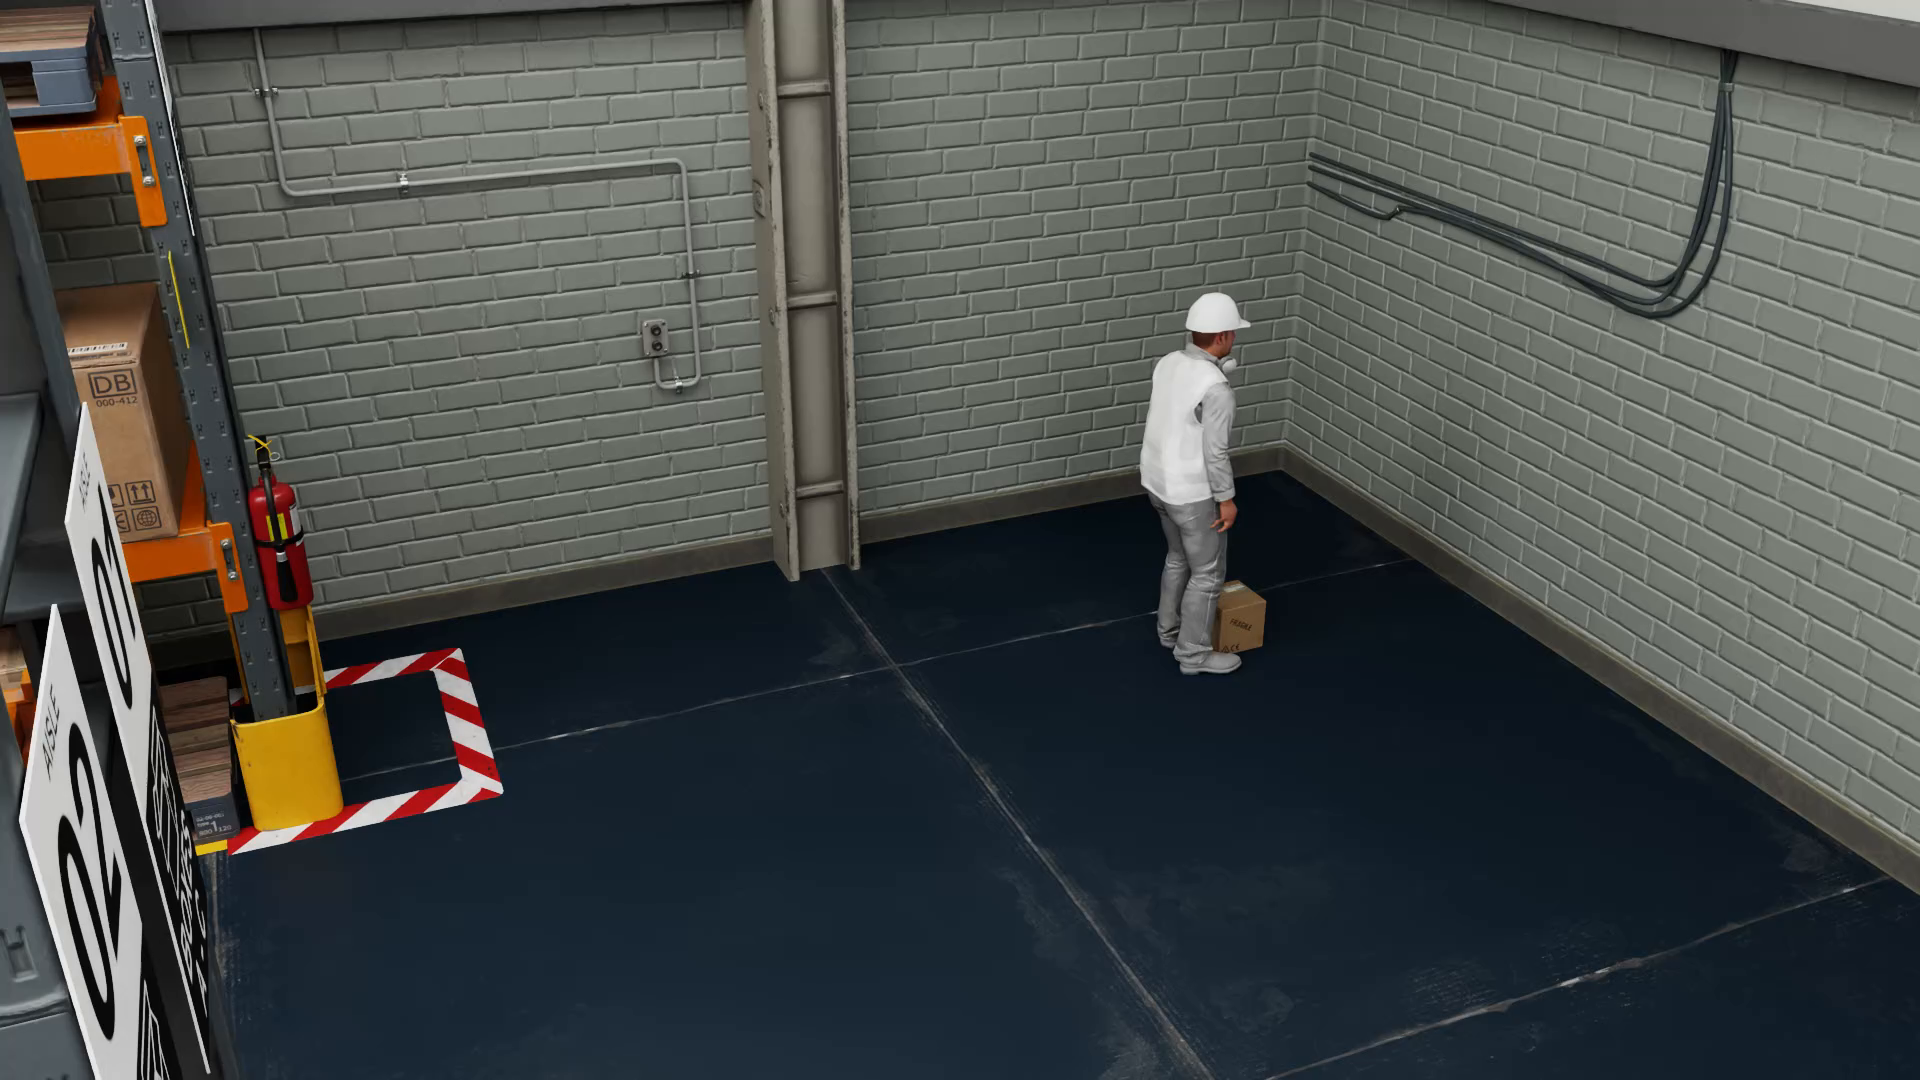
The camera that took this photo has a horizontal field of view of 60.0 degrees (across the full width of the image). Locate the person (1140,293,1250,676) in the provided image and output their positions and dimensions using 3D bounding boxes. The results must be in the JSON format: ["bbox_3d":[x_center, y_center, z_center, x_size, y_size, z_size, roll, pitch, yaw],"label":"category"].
[{"bbox_3d":[1.069,-0.261,7.622,0.464,1.771,0.581,-11,28,-21],"label":"person"}]
